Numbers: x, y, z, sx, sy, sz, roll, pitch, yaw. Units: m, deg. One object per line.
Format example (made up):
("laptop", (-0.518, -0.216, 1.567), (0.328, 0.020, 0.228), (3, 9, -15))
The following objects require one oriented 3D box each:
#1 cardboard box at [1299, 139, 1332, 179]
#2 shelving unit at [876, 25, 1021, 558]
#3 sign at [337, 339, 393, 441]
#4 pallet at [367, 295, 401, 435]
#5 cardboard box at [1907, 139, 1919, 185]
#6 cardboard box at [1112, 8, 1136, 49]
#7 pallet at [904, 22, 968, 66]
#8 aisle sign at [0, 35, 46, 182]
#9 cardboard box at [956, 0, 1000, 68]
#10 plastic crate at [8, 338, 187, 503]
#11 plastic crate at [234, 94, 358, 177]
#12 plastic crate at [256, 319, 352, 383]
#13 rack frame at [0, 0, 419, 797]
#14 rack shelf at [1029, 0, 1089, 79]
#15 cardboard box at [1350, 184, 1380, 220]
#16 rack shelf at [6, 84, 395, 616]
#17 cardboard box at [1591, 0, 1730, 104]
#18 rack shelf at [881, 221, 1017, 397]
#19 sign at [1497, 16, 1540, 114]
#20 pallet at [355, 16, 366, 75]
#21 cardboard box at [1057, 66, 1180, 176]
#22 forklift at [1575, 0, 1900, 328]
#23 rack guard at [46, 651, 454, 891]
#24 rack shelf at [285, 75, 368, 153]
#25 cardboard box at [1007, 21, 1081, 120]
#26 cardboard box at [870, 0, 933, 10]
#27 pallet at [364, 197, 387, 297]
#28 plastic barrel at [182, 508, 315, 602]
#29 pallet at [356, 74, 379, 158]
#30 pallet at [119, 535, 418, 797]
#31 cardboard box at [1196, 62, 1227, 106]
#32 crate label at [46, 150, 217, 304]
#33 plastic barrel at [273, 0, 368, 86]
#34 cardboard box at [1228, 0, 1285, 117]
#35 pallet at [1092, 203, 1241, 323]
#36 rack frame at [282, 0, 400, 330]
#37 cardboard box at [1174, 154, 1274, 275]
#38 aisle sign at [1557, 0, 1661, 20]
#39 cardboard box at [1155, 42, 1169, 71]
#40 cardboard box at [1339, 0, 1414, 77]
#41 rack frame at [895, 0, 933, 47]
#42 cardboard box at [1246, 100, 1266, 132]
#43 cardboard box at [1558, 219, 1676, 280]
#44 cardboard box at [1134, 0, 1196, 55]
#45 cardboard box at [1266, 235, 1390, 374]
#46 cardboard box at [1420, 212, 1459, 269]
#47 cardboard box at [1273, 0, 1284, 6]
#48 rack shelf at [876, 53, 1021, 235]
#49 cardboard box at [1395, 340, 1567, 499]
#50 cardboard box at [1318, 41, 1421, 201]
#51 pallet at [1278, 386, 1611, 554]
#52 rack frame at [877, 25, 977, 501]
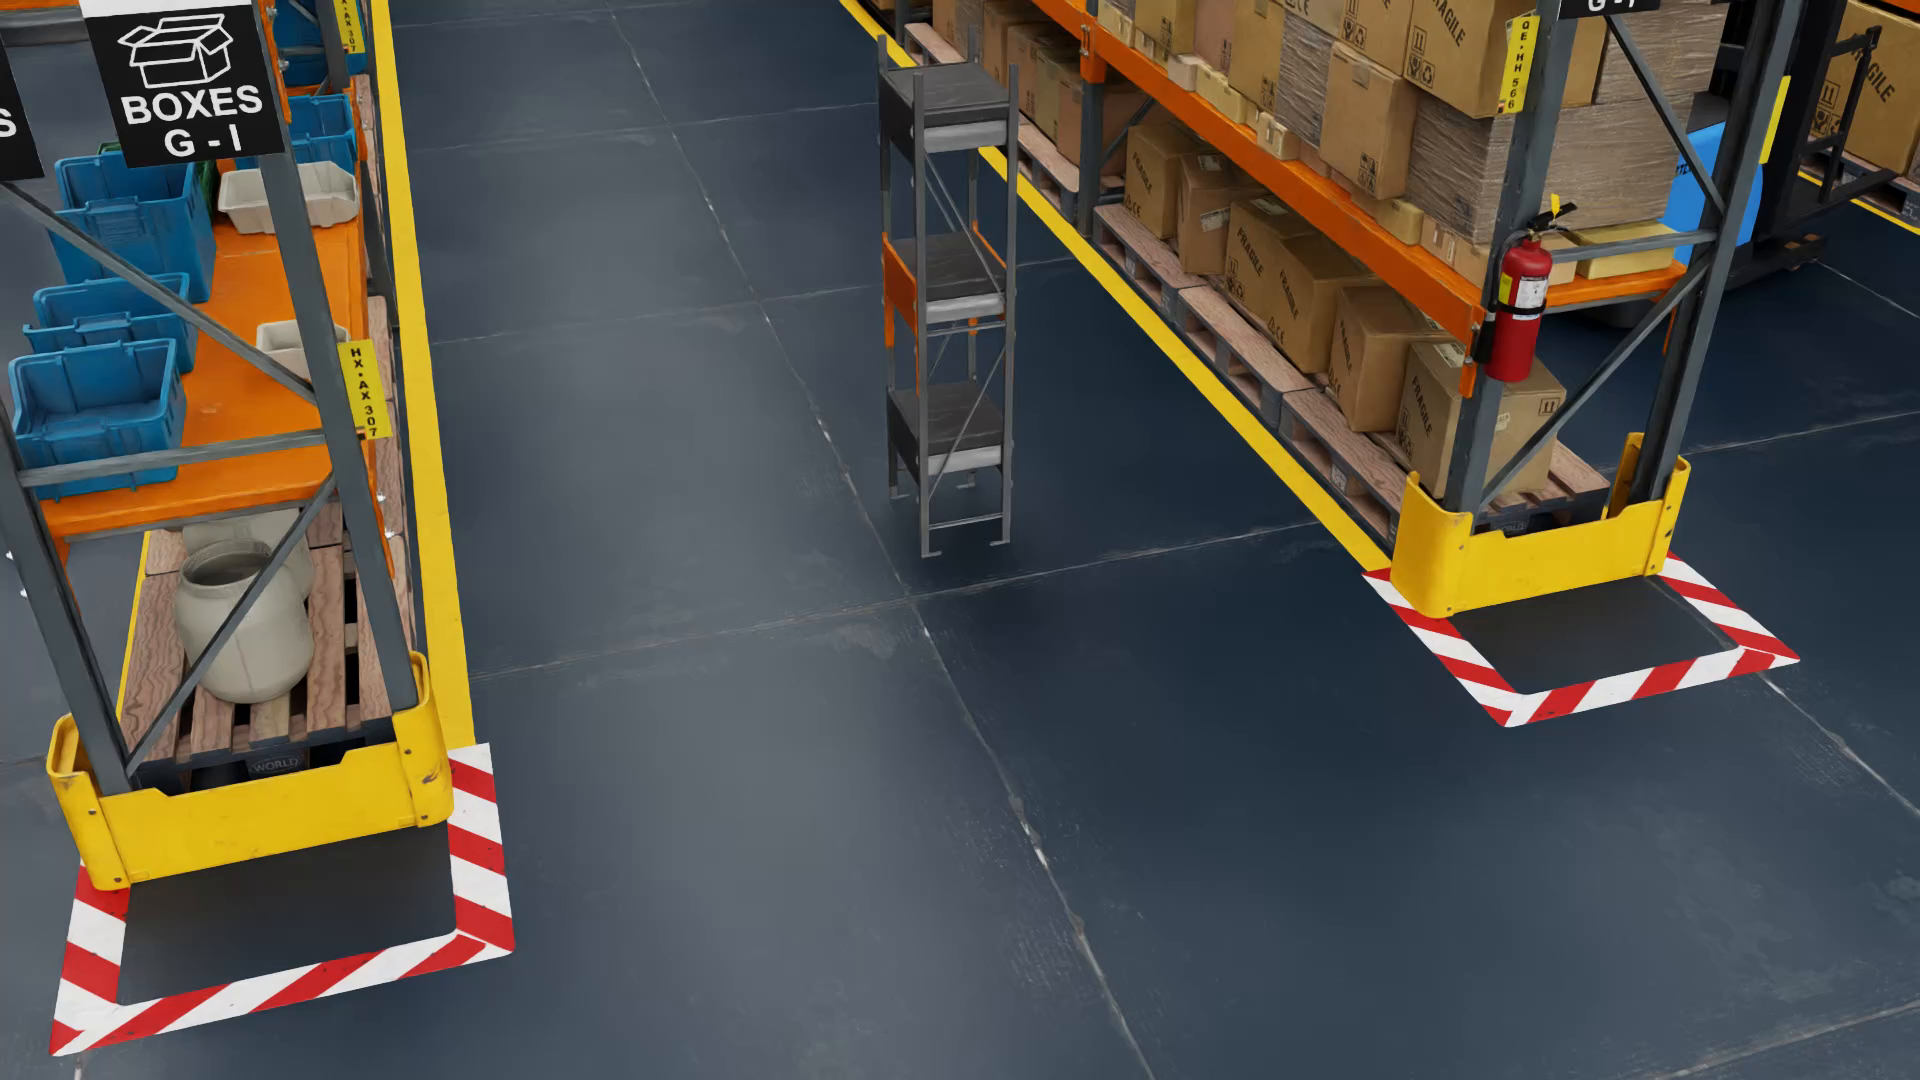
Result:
("cardboard box", (1.741, -1.735, 7.383), (0.380, 0.149, 0.250), (-10, 35, -15))
("shelving unit", (-0.050, -0.963, 6.803), (0.431, 2.100, 0.503), (-10, 35, -15))
("sign", (-1.771, -0.444, 4.951), (0.100, 0.325, 0.005), (-10, 35, -15))
("pallet", (-3.351, -0.816, 8.293), (1.003, 0.211, 1.213), (-10, 35, -15))
("cardboard box", (6.359, -2.427, 9.748), (0.875, 0.875, 0.875), (-10, 35, -14))
("cardboard box", (1.044, -2.770, 8.949), (0.380, 0.149, 0.250), (-10, 35, -15))
("pallet", (0.218, -3.698, 12.655), (1.003, 0.211, 1.213), (-10, 35, -15))
("aisle sign", (-2.557, -1.236, 4.041), (0.394, 0.787, 0.004), (-10, 35, -15))
("cardboard box", (0.386, -3.775, 12.110), (0.700, 0.500, 0.500), (-13, 36, -19))
("plastic crate", (-2.733, -0.389, 5.253), (0.499, 0.251, 0.616), (-10, 35, -15))
("plastic crate", (-2.920, -1.741, 7.299), (0.499, 0.251, 0.616), (-10, 35, -15))
("plastic crate", (-2.262, -0.653, 5.756), (0.298, 0.136, 0.250), (-10, 35, -15))
("rack frame", (-2.296, -0.239, 4.890), (1.000, 3.000, 0.127), (-10, 35, -15))
("rack shelf", (0.591, -3.922, 11.117), (1.077, 0.370, 4.000), (-10, 35, -15))
("cardboard box", (1.875, -1.470, 6.981), (0.380, 0.149, 0.250), (-10, 35, -15))
("rack shelf", (-2.906, -0.989, 6.678), (1.077, 0.370, 4.000), (-10, 35, -15))
("cardboard box", (2.513, -1.989, 6.272), (0.500, 0.500, 0.500), (-10, 35, -15))
("rack shelf", (-0.050, -0.952, 6.810), (0.431, 0.518, 0.480), (-10, 35, -15))
("sign", (1.886, -1.604, 5.619), (0.100, 0.325, 0.005), (-10, 35, -15))
("pallet", (-5.016, -3.683, 12.631), (1.003, 0.211, 1.213), (-10, 35, -15))
("cardboard box", (1.034, -2.638, 10.390), (0.700, 0.500, 0.500), (-13, 36, -18))
("forklift", (4.429, -2.987, 9.112), (3.031, 2.935, 1.130), (-22, 39, -29))
("rack guard", (-2.364, 0.772, 5.628), (1.175, 0.500, 0.348), (-10, 35, -15))
("rack shelf", (-4.126, -3.089, 9.856), (1.077, 0.370, 4.000), (-10, 35, -15))
("cardboard box", (0.736, -3.186, 11.218), (0.700, 0.500, 0.500), (-13, 36, -19))
("cardboard box", (-0.210, -4.926, 13.531), (1.225, 0.875, 0.875), (-12, 35, -17))
("pallet", (-3.792, -1.581, 9.452), (1.003, 0.211, 1.213), (-10, 35, -15))
("plastic barrel", (-2.722, 0.028, 6.362), (0.421, 0.512, 0.421), (0, 33, 0))
("pallet", (-4.537, -2.862, 11.390), (1.003, 0.211, 1.213), (-10, 35, -15))
("pallet", (-2.607, 0.465, 6.354), (1.003, 0.211, 1.213), (-10, 35, -15))
("cardboard box", (1.385, -2.251, 8.164), (0.380, 0.149, 0.250), (-10, 35, -15))
("crate label", (-3.115, -1.174, 6.274), (0.502, 0.435, 0.616), (-10, 35, -15))
("plastic barrel", (-3.345, -2.802, 8.315), (0.600, 0.901, 0.708), (-10, 35, -15))
("cardboard box", (1.760, -2.307, 7.661), (0.875, 0.500, 0.500), (-10, 35, -15))
("pallet", (1.439, -1.662, 9.573), (1.003, 0.211, 1.213), (-10, 35, -15))
("rack frame", (-3.516, -2.339, 8.069), (1.000, 3.000, 0.127), (-10, 35, -15))
("cardboard box", (1.467, -1.788, 9.121), (0.500, 0.500, 0.500), (0, 33, 1))
("aisle sign", (2.154, -2.073, 5.309), (0.394, 0.787, 0.004), (-10, 35, -15))
("cardboard box", (1.232, -2.514, 8.561), (0.380, 0.149, 0.250), (-10, 35, -15))
("cardboard box", (1.860, -2.163, 6.536), (0.500, 0.500, 0.500), (-10, 35, -15))
("rack frame", (-0.019, -5.272, 12.507), (1.000, 3.000, 0.127), (-10, 35, -15))
("cardboard box", (1.570, -1.995, 7.776), (0.380, 0.149, 0.250), (-10, 35, -15))
("cardboard box", (2.561, -1.157, 6.507), (0.380, 0.149, 0.250), (-10, 35, -15))
("cardboard box", (1.398, -2.822, 8.440), (0.875, 0.500, 0.500), (-10, 35, -15))
("cardboard box", (1.859, -1.175, 8.193), (0.500, 0.500, 0.500), (-7, 34, -10))
("cardboard box", (2.062, -1.213, 6.593), (0.380, 0.149, 0.250), (-10, 35, -15))
("cardboard box", (1.565, -2.690, 7.333), (0.500, 0.500, 0.500), (-10, 35, -15))
("rack shelf", (-0.050, -1.536, 6.424), (0.431, 0.518, 0.480), (-10, 35, -15))
("cardboard box", (2.247, -0.535, 7.225), (0.500, 0.500, 0.500), (-4, 34, -6))
("cardboard box", (2.013, -1.773, 6.852), (0.875, 0.500, 0.500), (-10, 35, -15))
("pallet", (2.184, -0.381, 7.635), (1.003, 0.211, 1.213), (-10, 35, -15))
("rack frame", (-0.125, -1.091, 6.997), (0.400, 2.100, 0.015), (-10, 35, -15))
